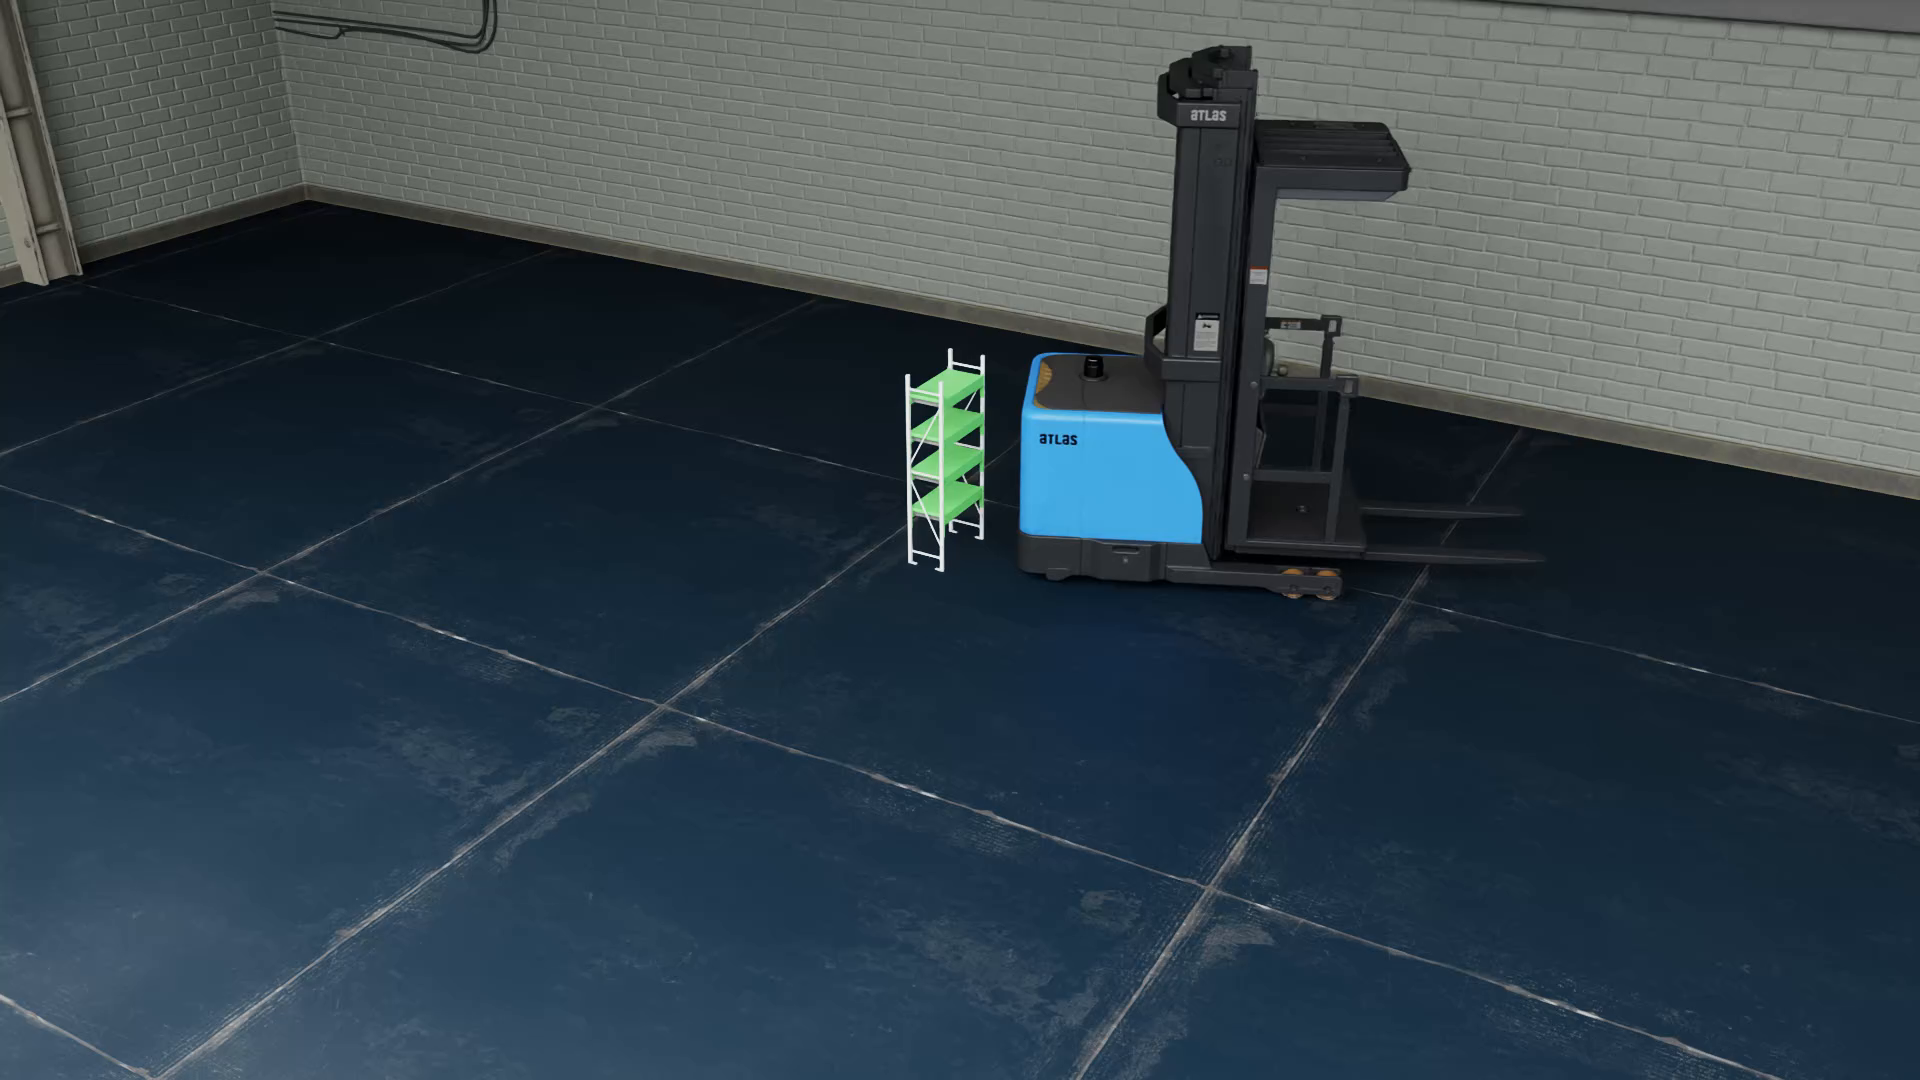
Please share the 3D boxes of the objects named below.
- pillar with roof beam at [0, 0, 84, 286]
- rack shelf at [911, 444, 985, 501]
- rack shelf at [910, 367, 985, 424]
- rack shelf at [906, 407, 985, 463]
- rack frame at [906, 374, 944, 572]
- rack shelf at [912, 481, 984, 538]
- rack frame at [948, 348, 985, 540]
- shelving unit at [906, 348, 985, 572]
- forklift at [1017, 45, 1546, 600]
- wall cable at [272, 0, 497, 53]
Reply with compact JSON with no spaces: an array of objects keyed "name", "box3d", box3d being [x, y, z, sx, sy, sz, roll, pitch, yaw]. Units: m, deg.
[{"name":"pillar with roof beam","box3d":[-4.419,-5.443,11.070,9.100,9.000,0.400,14,30,26]},{"name":"rack shelf","box3d":[-0.081,-0.415,9.881,0.258,0.148,0.480,14,30,26]},{"name":"rack shelf","box3d":[-0.081,-0.844,9.666,0.258,0.148,0.480,14,30,26]},{"name":"rack shelf","box3d":[-0.081,-0.630,9.774,0.258,0.148,0.480,14,30,26]},{"name":"rack frame","box3d":[-0.201,-0.377,9.663,0.240,1.200,0.015,14,30,26]},{"name":"rack shelf","box3d":[-0.081,-0.200,9.989,0.258,0.148,0.480,14,30,26]},{"name":"rack frame","box3d":[0.039,-0.567,10.043,0.240,1.200,0.015,14,30,26]},{"name":"shelving unit","box3d":[-0.081,-0.472,9.853,0.258,1.200,0.503,14,30,26]},{"name":"forklift","box3d":[1.886,-1.217,9.408,3.031,2.935,1.130,3,27,6]},{"name":"wall cable","box3d":[-5.567,-5.859,15.371,3.097,2.526,0.112,14,30,26]}]
